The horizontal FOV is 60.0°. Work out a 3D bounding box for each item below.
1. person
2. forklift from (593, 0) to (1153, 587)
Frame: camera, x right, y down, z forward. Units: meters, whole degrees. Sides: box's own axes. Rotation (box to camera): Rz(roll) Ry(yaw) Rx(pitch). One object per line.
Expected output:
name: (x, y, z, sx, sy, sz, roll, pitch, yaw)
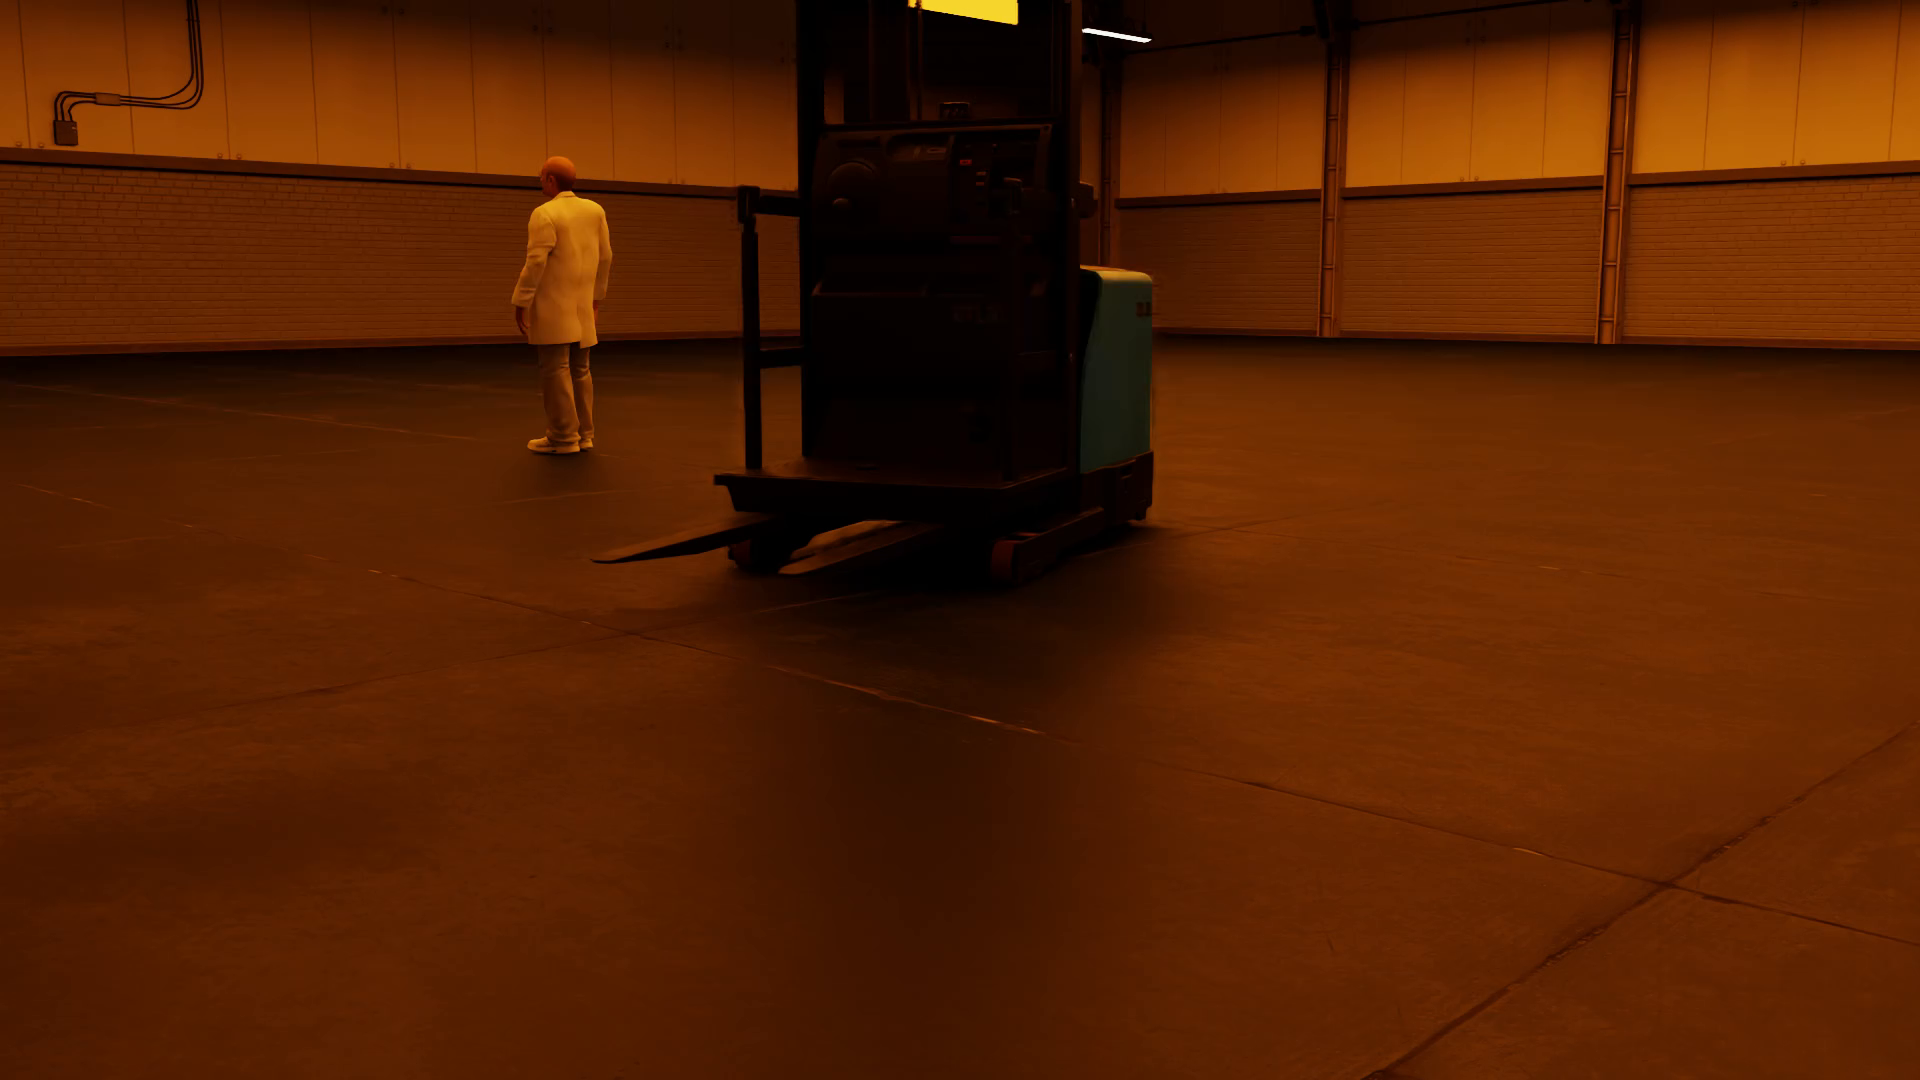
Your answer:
person: (-2.489, -1.421, 10.137, 0.581, 1.776, 0.696, 6, 10, 35)
forklift: (-0.189, -1.359, 5.902, 1.130, 2.935, 3.031, 3, 9, 22)
